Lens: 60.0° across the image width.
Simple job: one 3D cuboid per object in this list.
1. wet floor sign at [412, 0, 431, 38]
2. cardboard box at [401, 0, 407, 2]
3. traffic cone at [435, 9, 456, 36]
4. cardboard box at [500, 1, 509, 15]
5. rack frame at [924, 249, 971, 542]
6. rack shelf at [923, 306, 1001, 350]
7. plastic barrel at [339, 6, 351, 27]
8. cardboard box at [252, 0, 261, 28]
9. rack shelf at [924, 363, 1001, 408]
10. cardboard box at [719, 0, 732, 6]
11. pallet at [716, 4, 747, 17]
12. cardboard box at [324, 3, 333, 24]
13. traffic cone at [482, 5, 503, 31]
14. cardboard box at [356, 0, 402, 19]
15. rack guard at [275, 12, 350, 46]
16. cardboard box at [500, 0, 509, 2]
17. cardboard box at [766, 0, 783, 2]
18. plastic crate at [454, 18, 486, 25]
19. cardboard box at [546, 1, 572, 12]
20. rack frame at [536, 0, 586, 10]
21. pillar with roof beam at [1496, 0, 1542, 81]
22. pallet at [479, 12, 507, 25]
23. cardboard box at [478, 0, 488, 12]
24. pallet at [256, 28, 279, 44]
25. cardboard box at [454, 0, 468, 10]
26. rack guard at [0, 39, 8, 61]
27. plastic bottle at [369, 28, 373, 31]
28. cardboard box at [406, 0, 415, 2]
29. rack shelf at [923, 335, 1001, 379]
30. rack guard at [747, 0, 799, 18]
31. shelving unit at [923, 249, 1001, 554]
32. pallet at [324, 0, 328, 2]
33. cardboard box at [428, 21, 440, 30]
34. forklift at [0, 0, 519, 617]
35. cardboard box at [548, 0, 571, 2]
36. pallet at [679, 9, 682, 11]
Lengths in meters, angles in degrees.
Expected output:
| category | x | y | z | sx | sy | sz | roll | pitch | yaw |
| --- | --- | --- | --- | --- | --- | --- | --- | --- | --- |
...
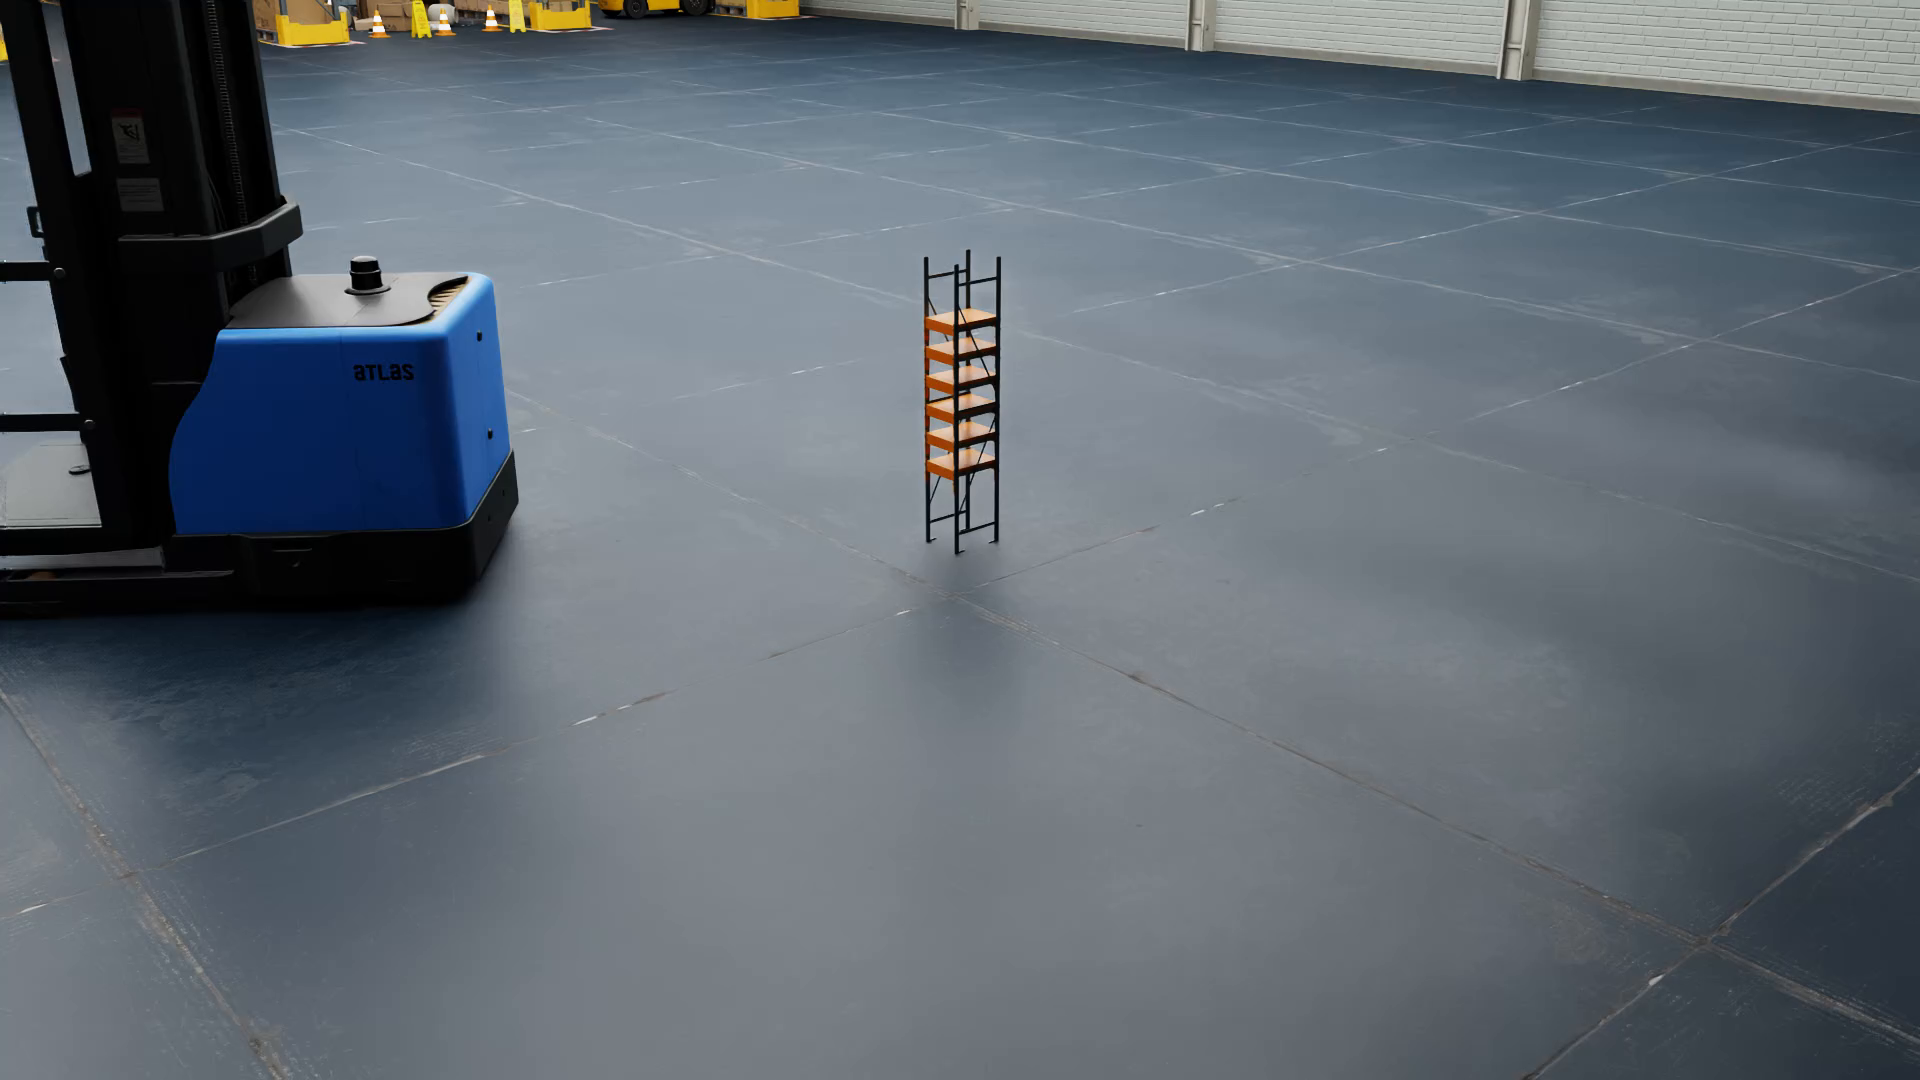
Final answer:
| category | x | y | z | sx | sy | sz | roll | pitch | yaw |
| --- | --- | --- | --- | --- | --- | --- | --- | --- | --- |
| wet floor sign | -9.928 | -9.573 | 30.541 | 0.232 | 0.644 | 0.267 | 17 | 27 | 36 |
| cardboard box | -11.702 | -11.274 | 34.045 | 0.500 | 0.500 | 0.500 | -17 | 27 | -37 |
| traffic cone | -9.639 | -9.685 | 31.076 | 0.336 | 0.463 | 0.334 | -17 | 27 | -37 |
| cardboard box | -8.826 | -10.632 | 33.211 | 0.500 | 0.250 | 0.500 | -17 | 27 | -37 |
| rack frame | -0.050 | -0.580 | 6.820 | 0.240 | 1.200 | 0.006 | -17 | 27 | -37 |
| rack shelf | 0.009 | -0.849 | 6.640 | 0.258 | 0.103 | 0.180 | -17 | 27 | -37 |
| plastic barrel | -12.155 | -10.163 | 32.353 | 0.512 | 0.421 | 0.421 | 0 | 21 | -1 |
| cardboard box | -12.515 | -9.827 | 30.298 | 0.875 | 0.875 | 0.875 | -18 | 28 | -38 |
| rack shelf | 0.009 | -0.625 | 6.727 | 0.258 | 0.103 | 0.180 | -17 | 27 | -37 |
| cardboard box | -4.868 | -11.705 | 35.949 | 0.500 | 0.250 | 0.500 | -17 | 27 | -37 |
| pallet | -4.535 | -11.498 | 36.051 | 1.003 | 0.211 | 1.213 | -17 | 27 | -37 |
| cardboard box | -12.267 | -9.964 | 31.735 | 0.500 | 0.500 | 0.500 | -12 | 25 | -28 |
| traffic cone | -9.020 | -10.043 | 31.991 | 0.336 | 0.463 | 0.334 | -17 | 27 | -37 |
| cardboard box | -11.444 | -10.452 | 32.794 | 0.797 | 0.637 | 0.503 | -17 | 27 | -37 |
| rack guard | -11.431 | -9.036 | 29.368 | 1.175 | 0.500 | 0.348 | -17 | 27 | -37 |
| cardboard box | -8.826 | -10.980 | 33.070 | 0.500 | 0.500 | 0.500 | -16 | 27 | -36 |
| cardboard box | -4.177 | -11.693 | 35.919 | 0.500 | 0.250 | 0.500 | -17 | 27 | -37 |
| plastic crate | -9.970 | -10.529 | 33.757 | 0.583 | 0.080 | 0.402 | 12 | 24 | 27 |
| cardboard box | -8.079 | -10.616 | 33.171 | 0.500 | 0.250 | 0.500 | -18 | 28 | -38 |
| rack frame | -7.762 | -11.413 | 32.009 | 1.000 | 3.000 | 0.127 | -17 | 27 | -37 |
| pillar with roof beam | 4.712 | -9.798 | 19.660 | 9.100 | 9.000 | 0.400 | -17 | 27 | -37 |
| pallet | -9.108 | -10.705 | 34.026 | 1.003 | 0.211 | 1.213 | -17 | 27 | -37 |
| cardboard box | -9.488 | -10.915 | 33.933 | 0.500 | 0.250 | 0.500 | -18 | 28 | -38 |
| pallet | -12.028 | -9.110 | 29.954 | 1.003 | 0.211 | 1.213 | -17 | 27 | -37 |
| cardboard box | -10.193 | -11.206 | 34.675 | 0.500 | 0.250 | 0.500 | -19 | 28 | -40 |
| rack guard | -15.320 | -7.910 | 26.495 | 1.175 | 0.500 | 0.348 | -17 | 27 | -37 |
| plastic bottle | -11.233 | -9.788 | 31.890 | 0.283 | 0.061 | 0.133 | 12 | 24 | 27 |
| cardboard box | -11.645 | -12.023 | 36.596 | 0.950 | 0.372 | 0.625 | -16 | 27 | -36 |
| rack shelf | 0.009 | -0.737 | 6.684 | 0.258 | 0.103 | 0.180 | -17 | 27 | -37 |
| rack guard | -3.989 | -11.425 | 35.467 | 1.175 | 0.500 | 0.348 | -17 | 27 | -37 |
| shelving unit | 0.009 | -0.555 | 6.755 | 0.258 | 1.200 | 0.189 | -17 | 27 | -37 |
| pallet | -15.035 | -13.234 | 40.484 | 1.003 | 0.211 | 1.213 | -17 | 27 | -37 |
| cardboard box | -10.148 | -9.966 | 32.225 | 0.380 | 0.149 | 0.250 | -4 | 22 | -10 |
| forklift | -3.396 | -1.271 | 6.211 | 3.031 | 2.935 | 1.130 | -1 | 21 | -3 |
| cardboard box | -8.095 | -10.972 | 33.051 | 0.500 | 0.500 | 0.500 | -19 | 28 | -39 |
| pallet | -6.128 | -12.172 | 37.772 | 1.003 | 0.211 | 1.213 | -17 | 27 | -37 |
